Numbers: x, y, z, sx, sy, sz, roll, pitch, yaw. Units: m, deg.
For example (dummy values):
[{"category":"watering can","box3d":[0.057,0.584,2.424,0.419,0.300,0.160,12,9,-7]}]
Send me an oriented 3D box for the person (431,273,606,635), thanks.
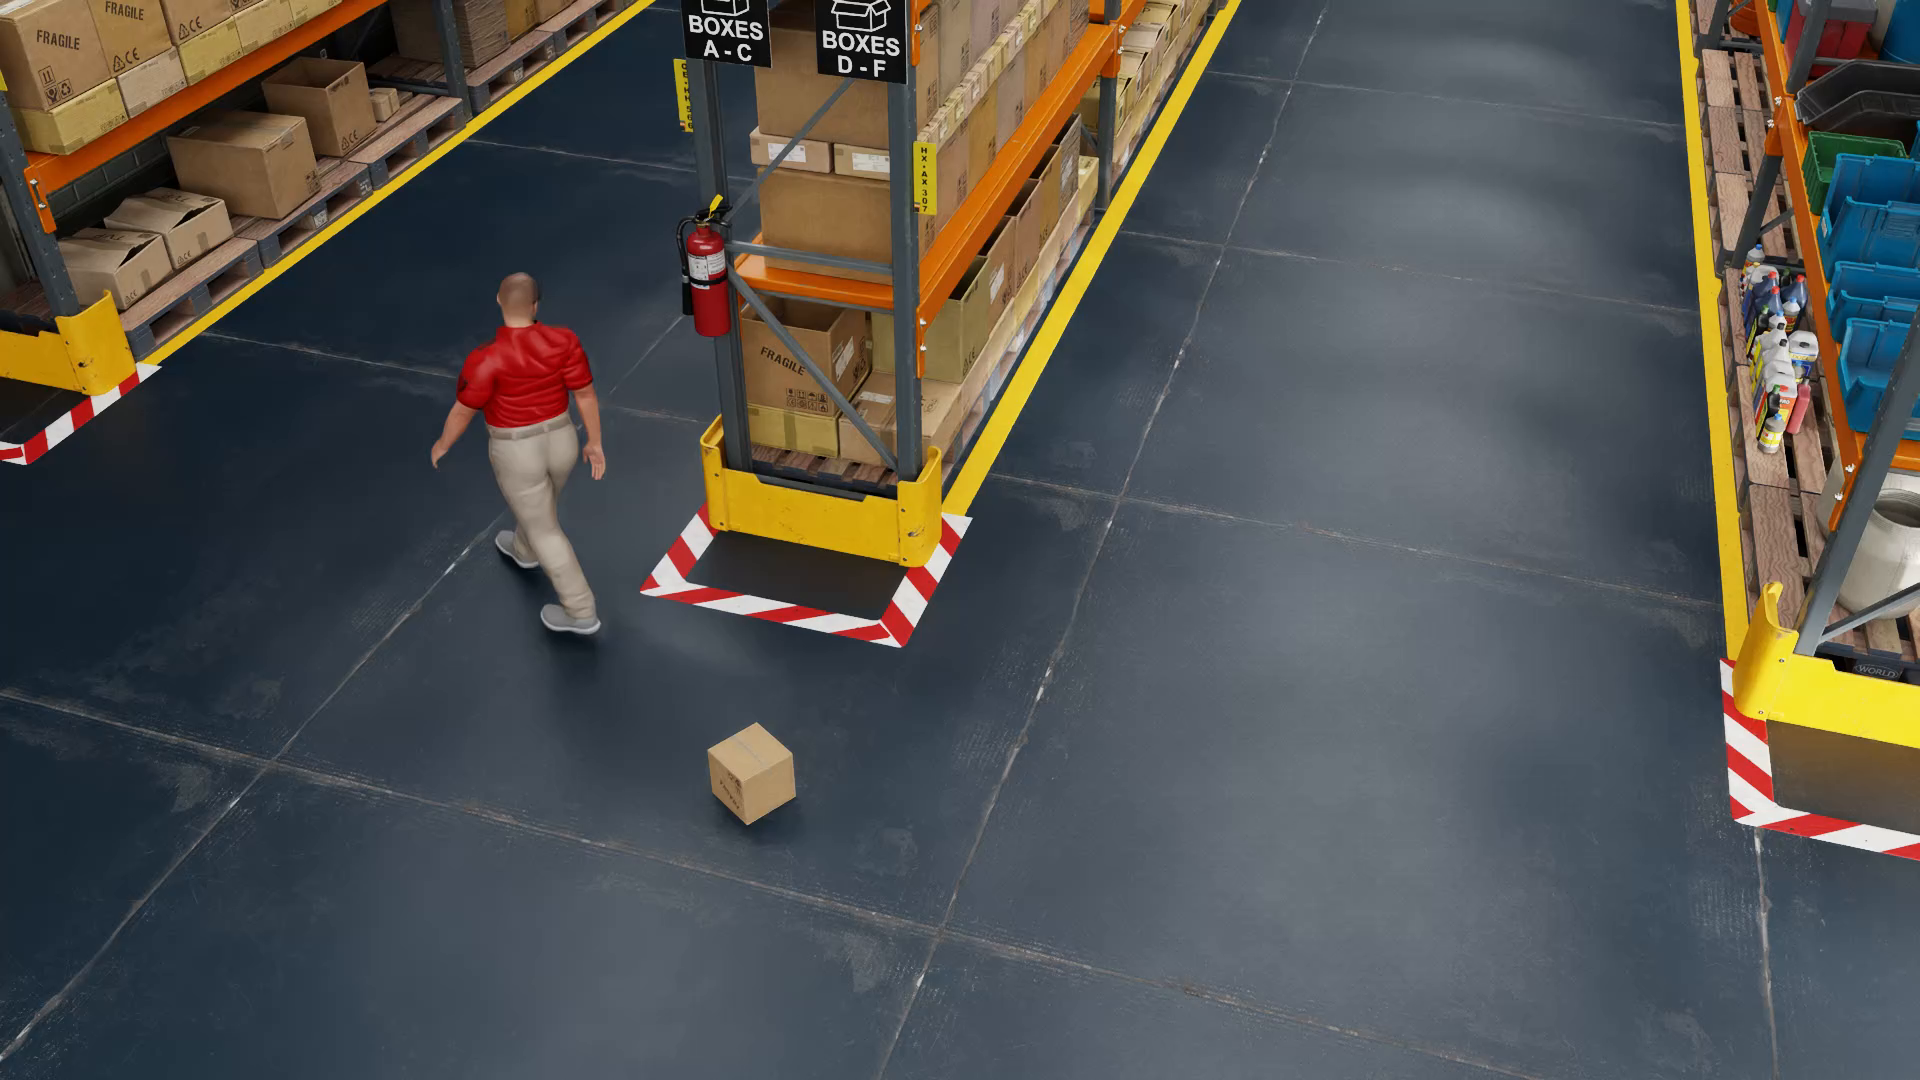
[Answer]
[{"category":"person","box3d":[-1.997,-0.429,7.475,0.646,1.680,0.980,-31,47,-34]}]
